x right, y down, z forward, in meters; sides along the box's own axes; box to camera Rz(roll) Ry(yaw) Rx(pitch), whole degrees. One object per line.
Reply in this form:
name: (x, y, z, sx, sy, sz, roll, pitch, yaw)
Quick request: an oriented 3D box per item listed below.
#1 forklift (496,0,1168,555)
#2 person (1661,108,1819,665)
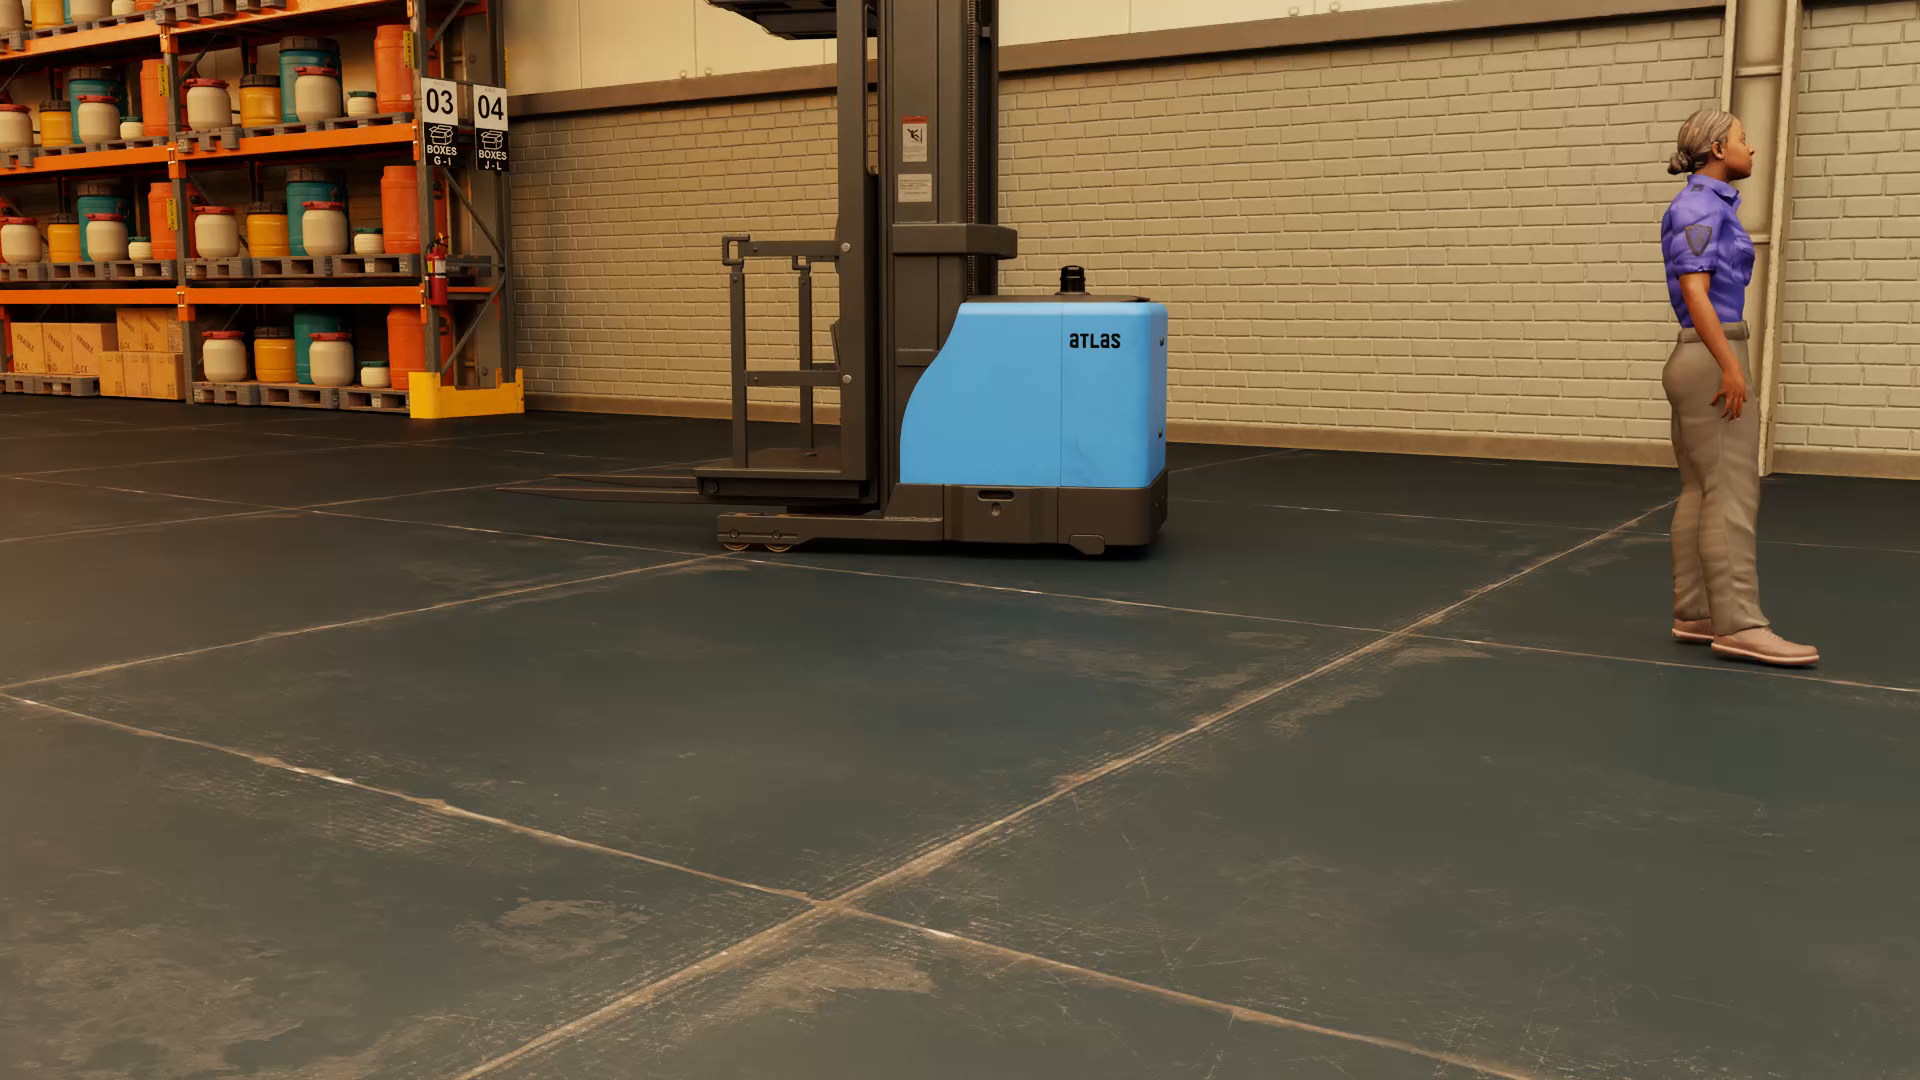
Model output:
forklift: (-0.596, -1.469, 7.520, 3.031, 2.935, 1.130, 2, 8, 12)
person: (2.403, -0.489, 5.118, 0.503, 1.656, 0.570, 3, 9, 23)
